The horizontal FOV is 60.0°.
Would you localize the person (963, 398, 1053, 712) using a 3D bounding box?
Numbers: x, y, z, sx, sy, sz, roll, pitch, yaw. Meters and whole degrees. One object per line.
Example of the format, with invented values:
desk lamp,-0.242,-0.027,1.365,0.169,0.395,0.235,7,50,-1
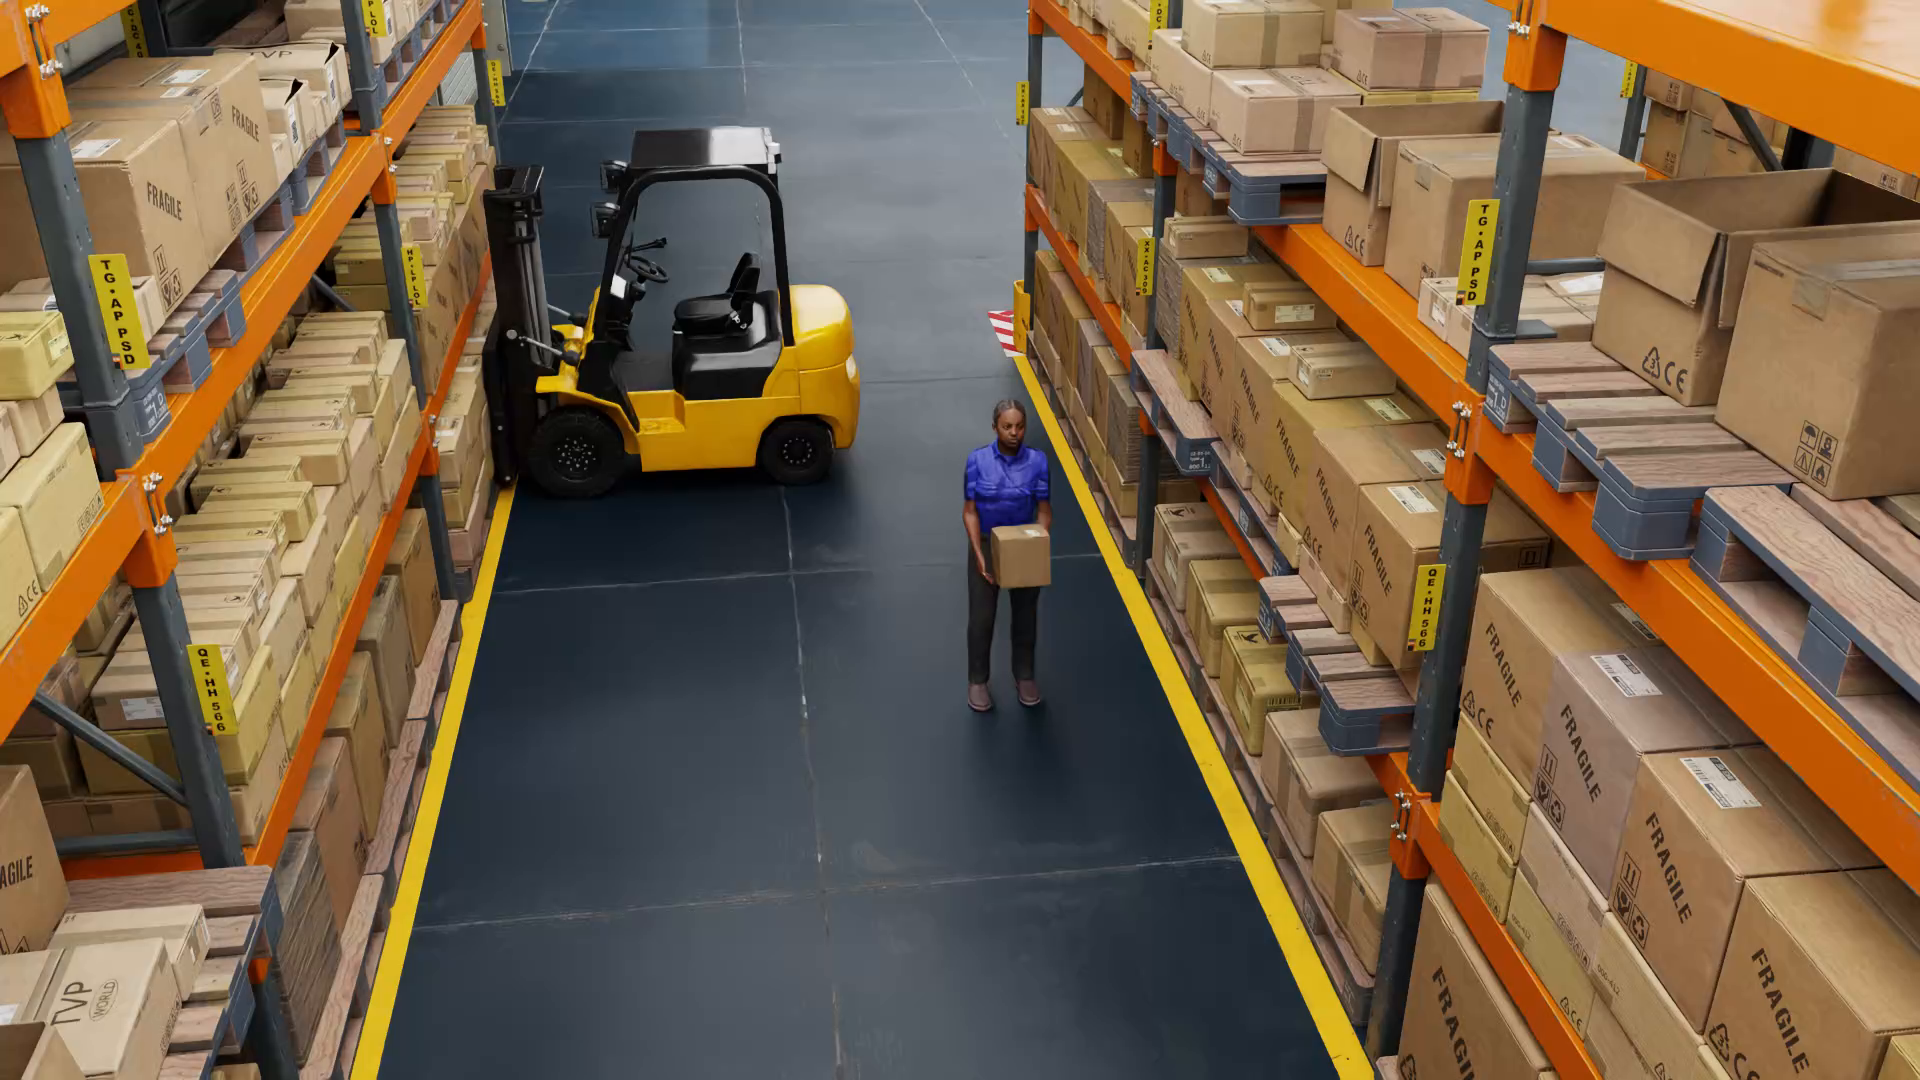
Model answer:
person,0.242,0.112,8.407,0.456,1.655,0.507,-1,27,-2
